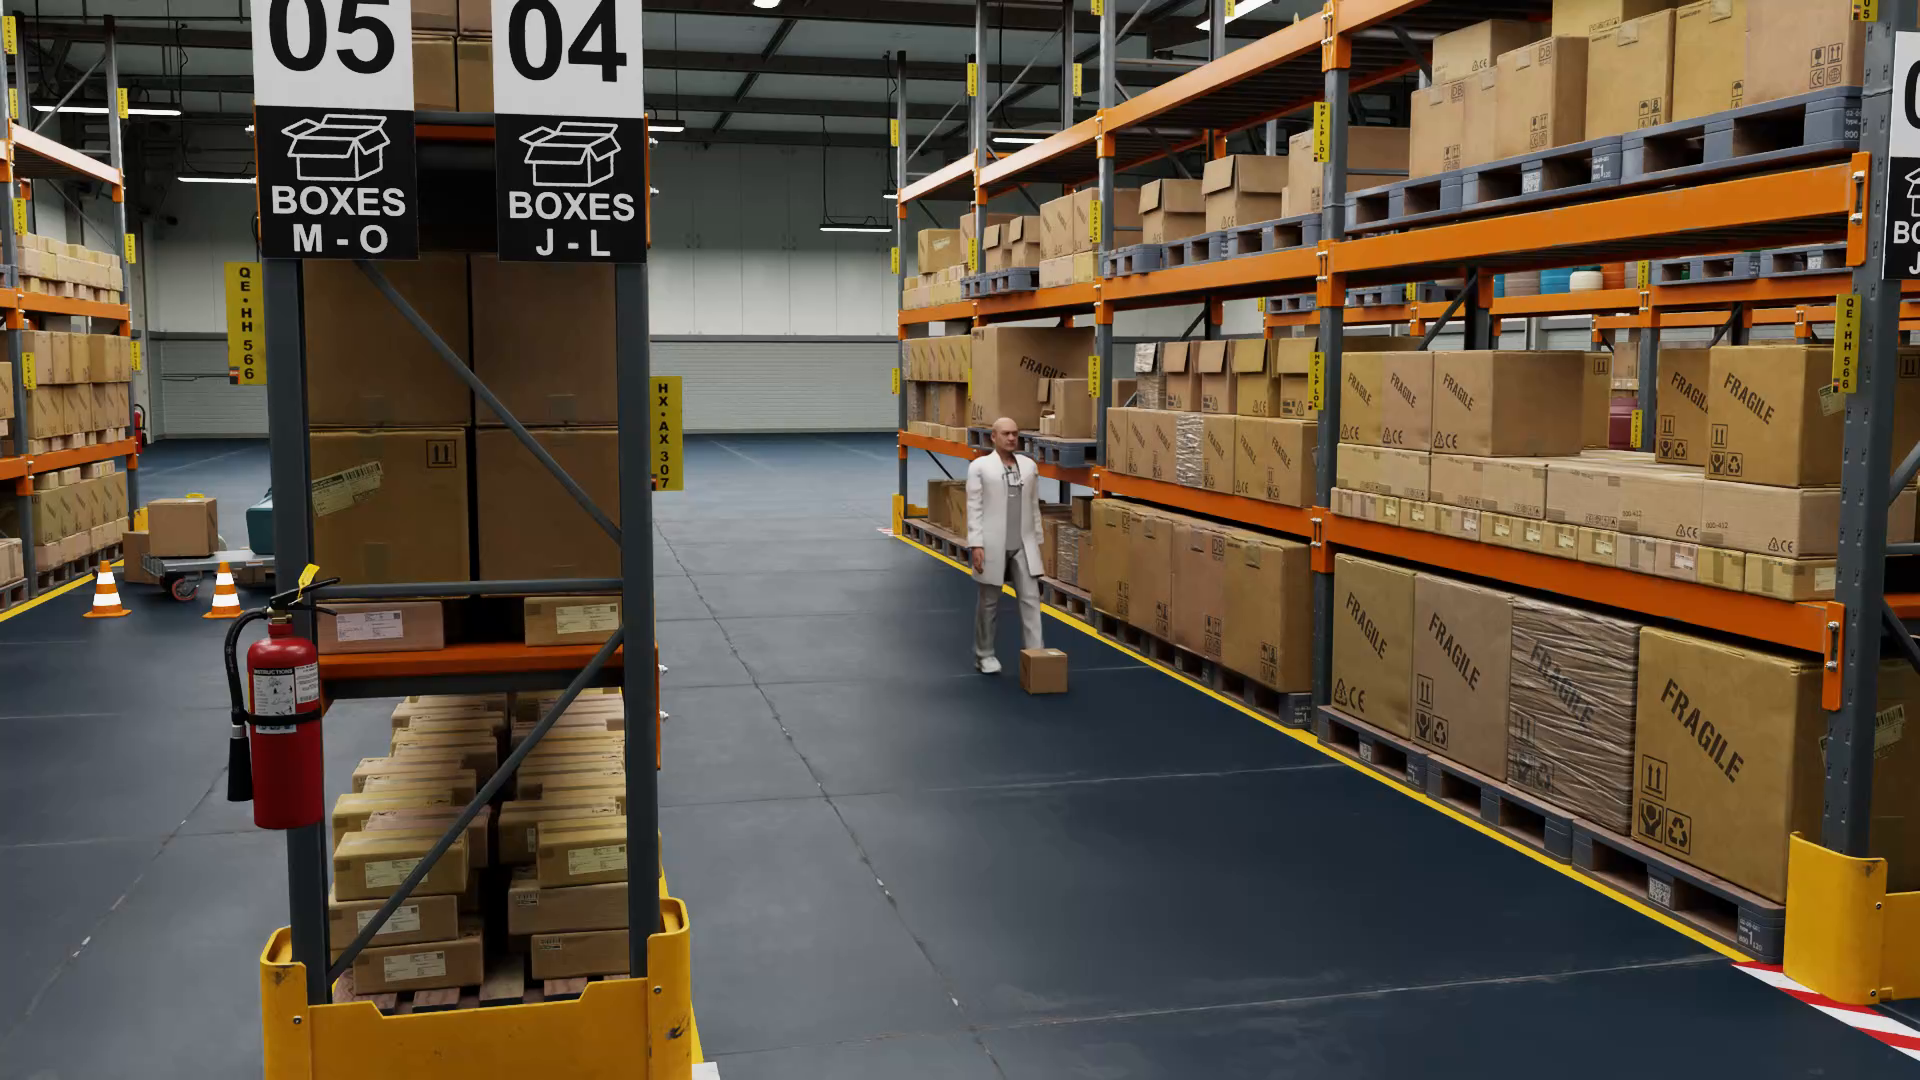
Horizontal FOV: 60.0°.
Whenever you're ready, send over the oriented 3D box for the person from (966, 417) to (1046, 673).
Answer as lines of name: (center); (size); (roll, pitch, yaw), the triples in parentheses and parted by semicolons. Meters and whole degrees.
person: (0.353, 0.054, 11.305); (0.589, 1.765, 0.812); (-2, 6, -18)
